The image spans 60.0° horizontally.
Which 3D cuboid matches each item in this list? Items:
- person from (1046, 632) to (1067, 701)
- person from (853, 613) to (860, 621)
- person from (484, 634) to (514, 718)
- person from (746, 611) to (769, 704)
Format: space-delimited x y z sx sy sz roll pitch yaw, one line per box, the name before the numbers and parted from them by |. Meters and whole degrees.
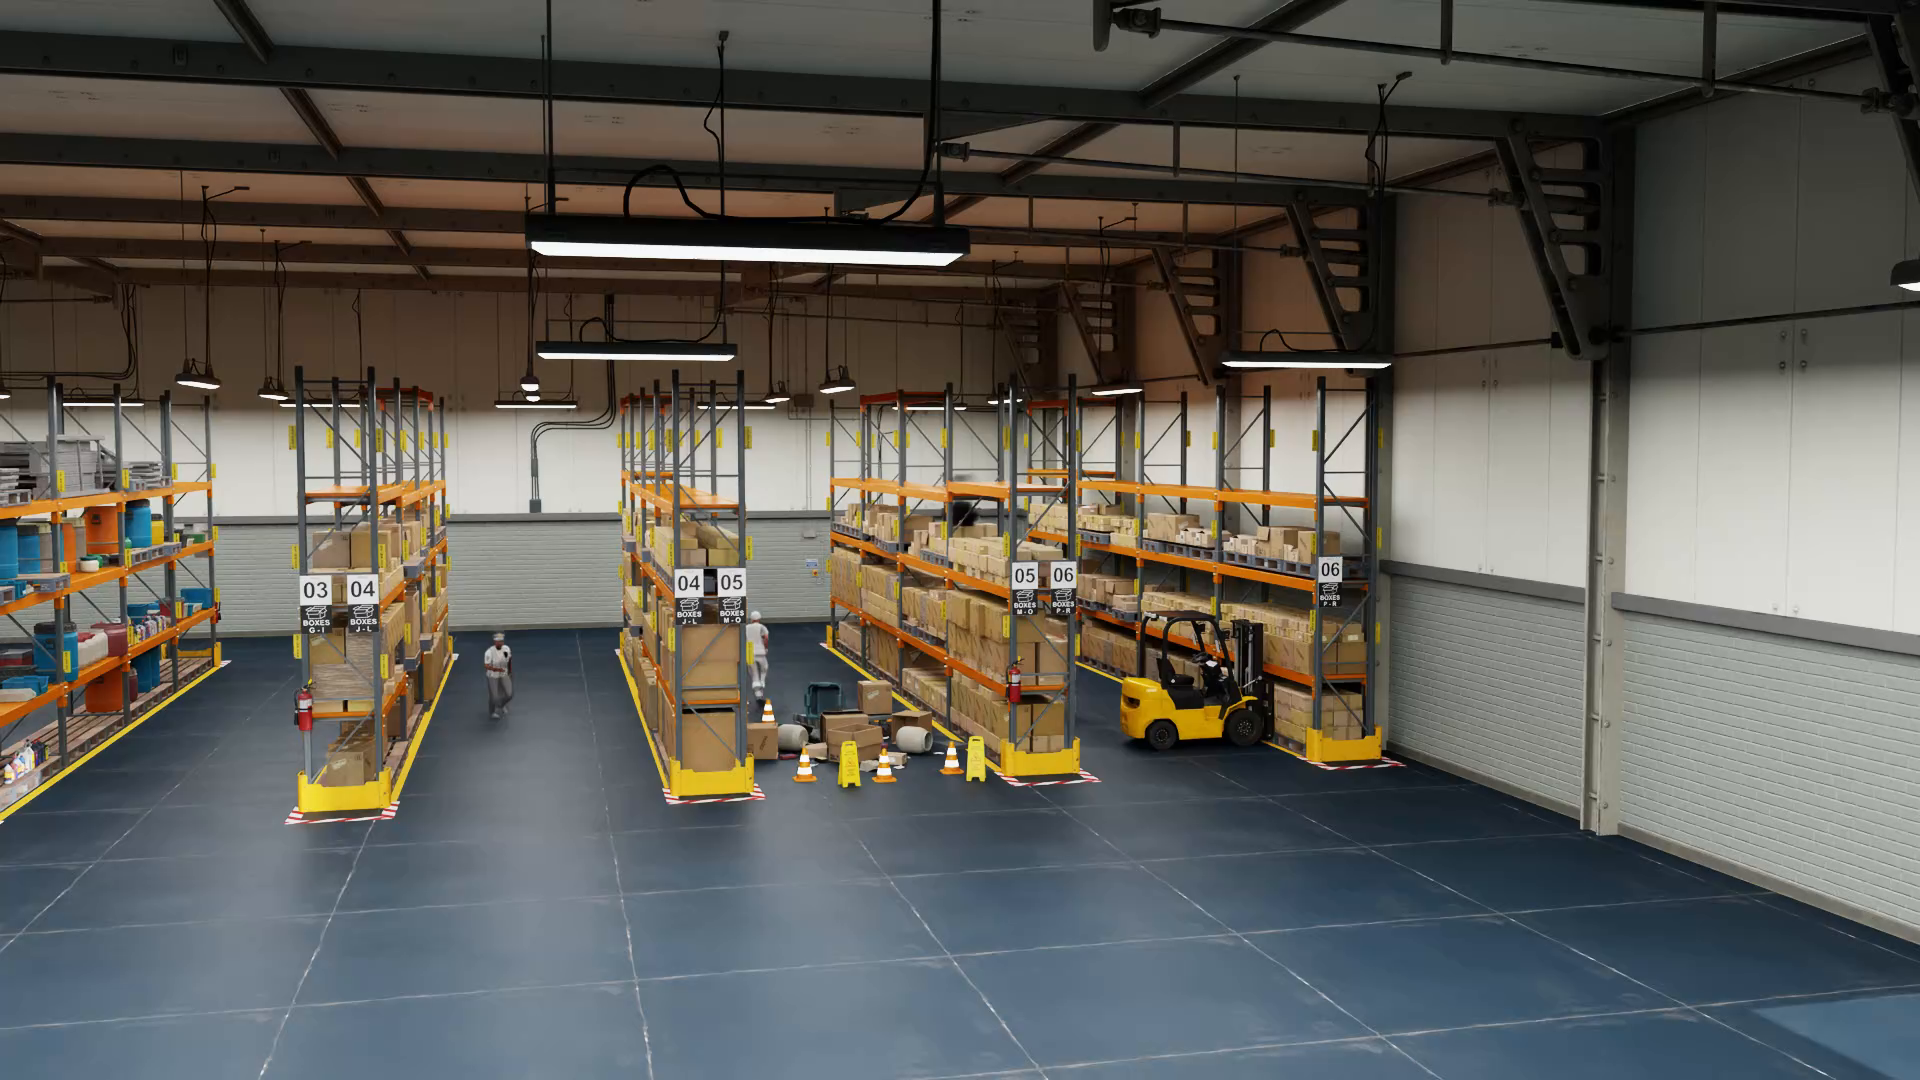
person | 1.698 2.361 31.407 0.696 1.551 0.836 -2 4 -25
person | -2.446 1.580 42.957 0.849 1.783 0.645 -2 4 -27
person | -8.268 2.438 29.834 0.568 1.576 0.776 -2 4 -34
person | -3.948 2.261 31.699 0.636 1.755 0.818 0 3 1
